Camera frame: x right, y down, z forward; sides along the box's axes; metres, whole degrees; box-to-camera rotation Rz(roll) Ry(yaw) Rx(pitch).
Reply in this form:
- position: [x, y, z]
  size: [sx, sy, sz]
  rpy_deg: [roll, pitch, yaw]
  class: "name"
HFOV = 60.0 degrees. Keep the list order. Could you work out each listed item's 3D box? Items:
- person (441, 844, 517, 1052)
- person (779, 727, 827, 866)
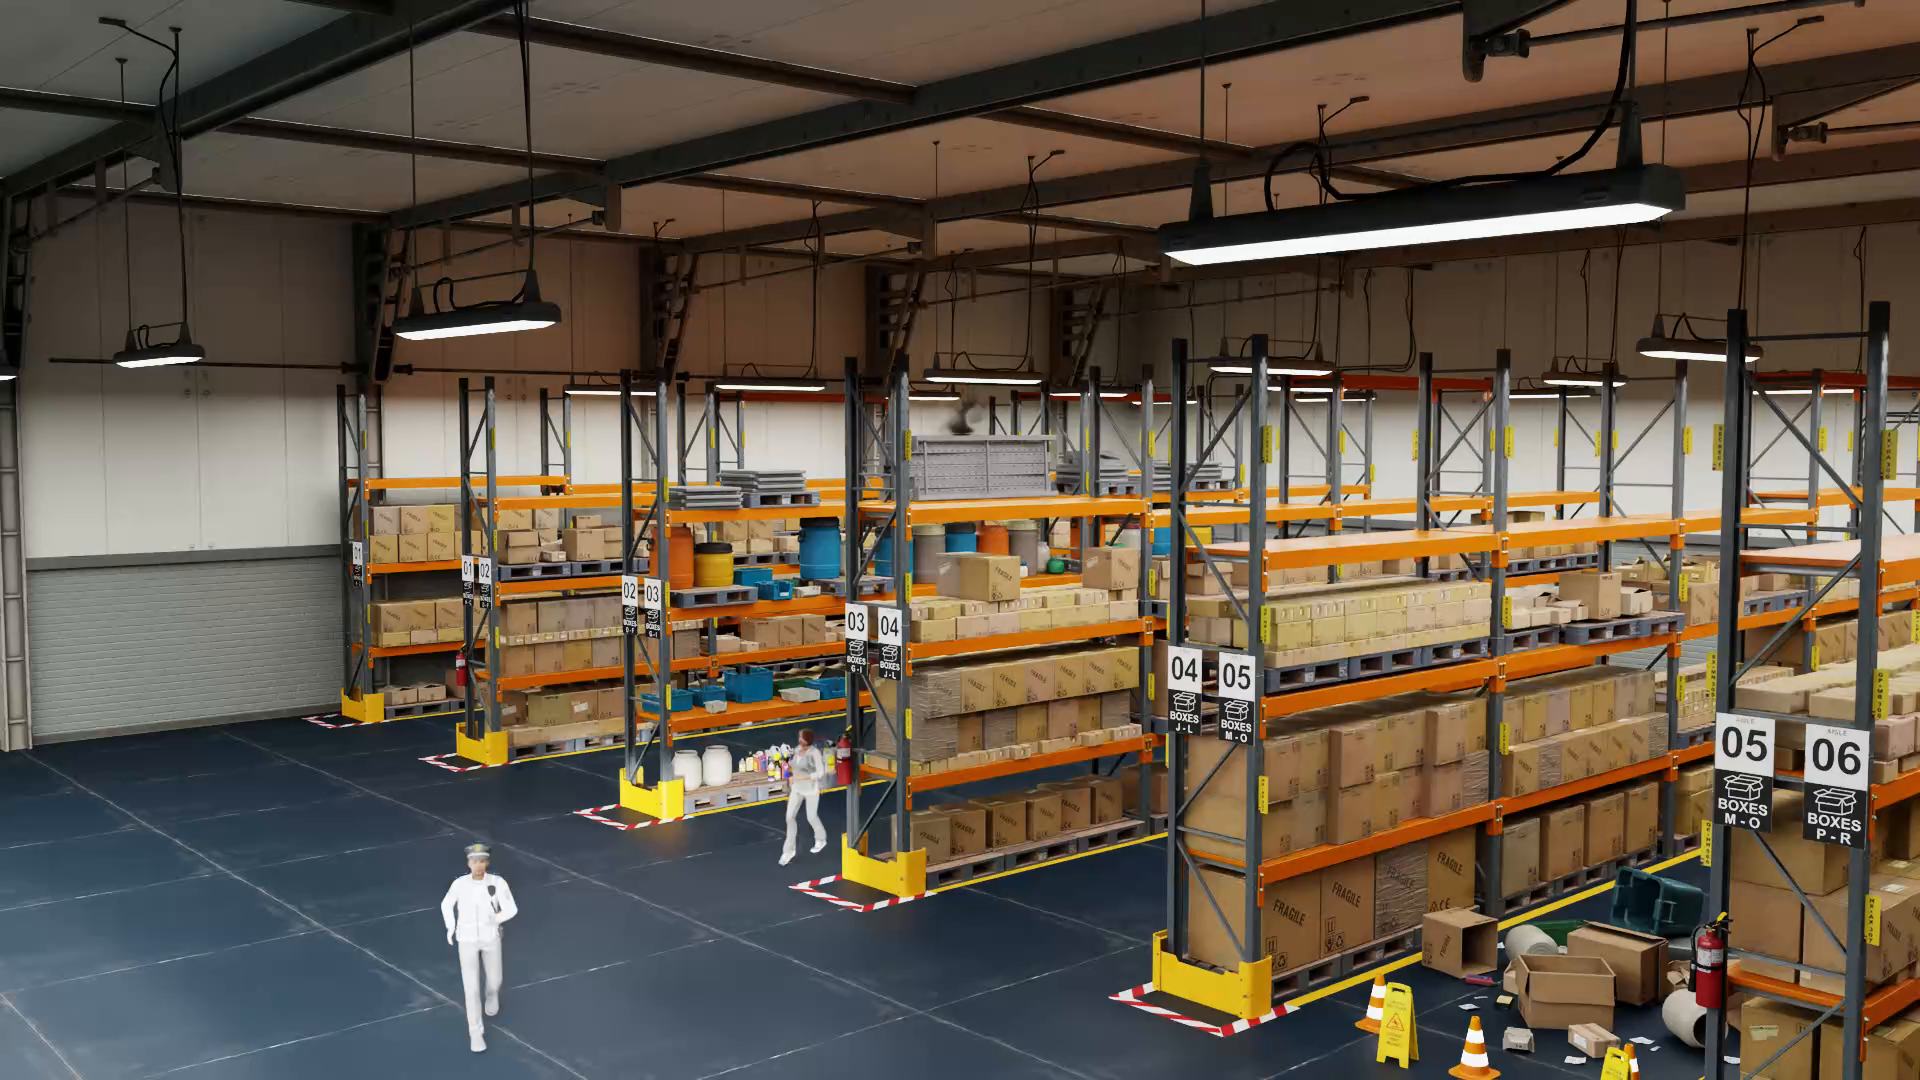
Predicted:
- position: [-4.081, 3.393, 14.121]
  size: [0.624, 1.668, 0.842]
  rpy_deg: [-1, 4, -15]
  class: "person"
- position: [-1.826, 3.054, 19.979]
  size: [0.539, 1.639, 0.736]
  rpy_deg: [2, 4, 30]
  class: "person"
